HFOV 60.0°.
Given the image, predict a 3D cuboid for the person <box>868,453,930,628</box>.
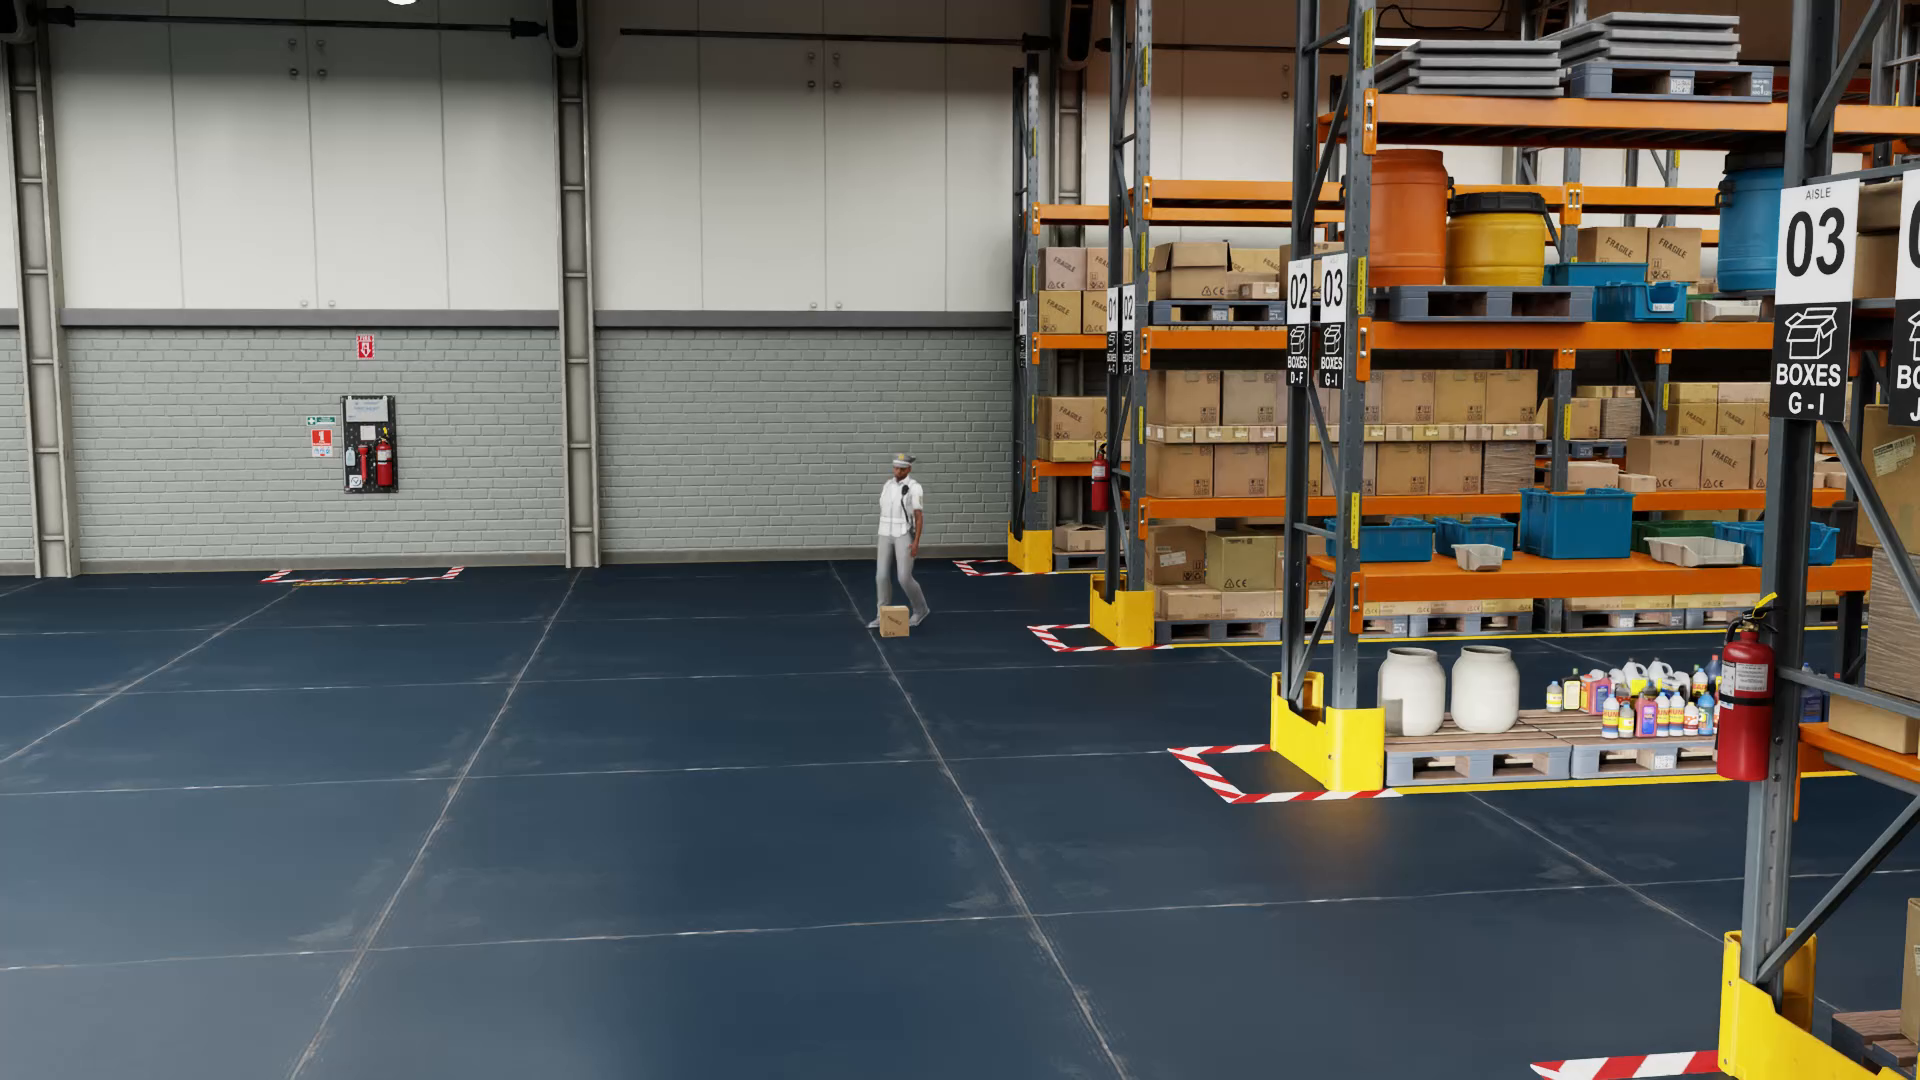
[{"bbox_3d":[-0.609,0.001,15.833,0.476,1.659,0.512,4,8,29],"label":"person"}]
